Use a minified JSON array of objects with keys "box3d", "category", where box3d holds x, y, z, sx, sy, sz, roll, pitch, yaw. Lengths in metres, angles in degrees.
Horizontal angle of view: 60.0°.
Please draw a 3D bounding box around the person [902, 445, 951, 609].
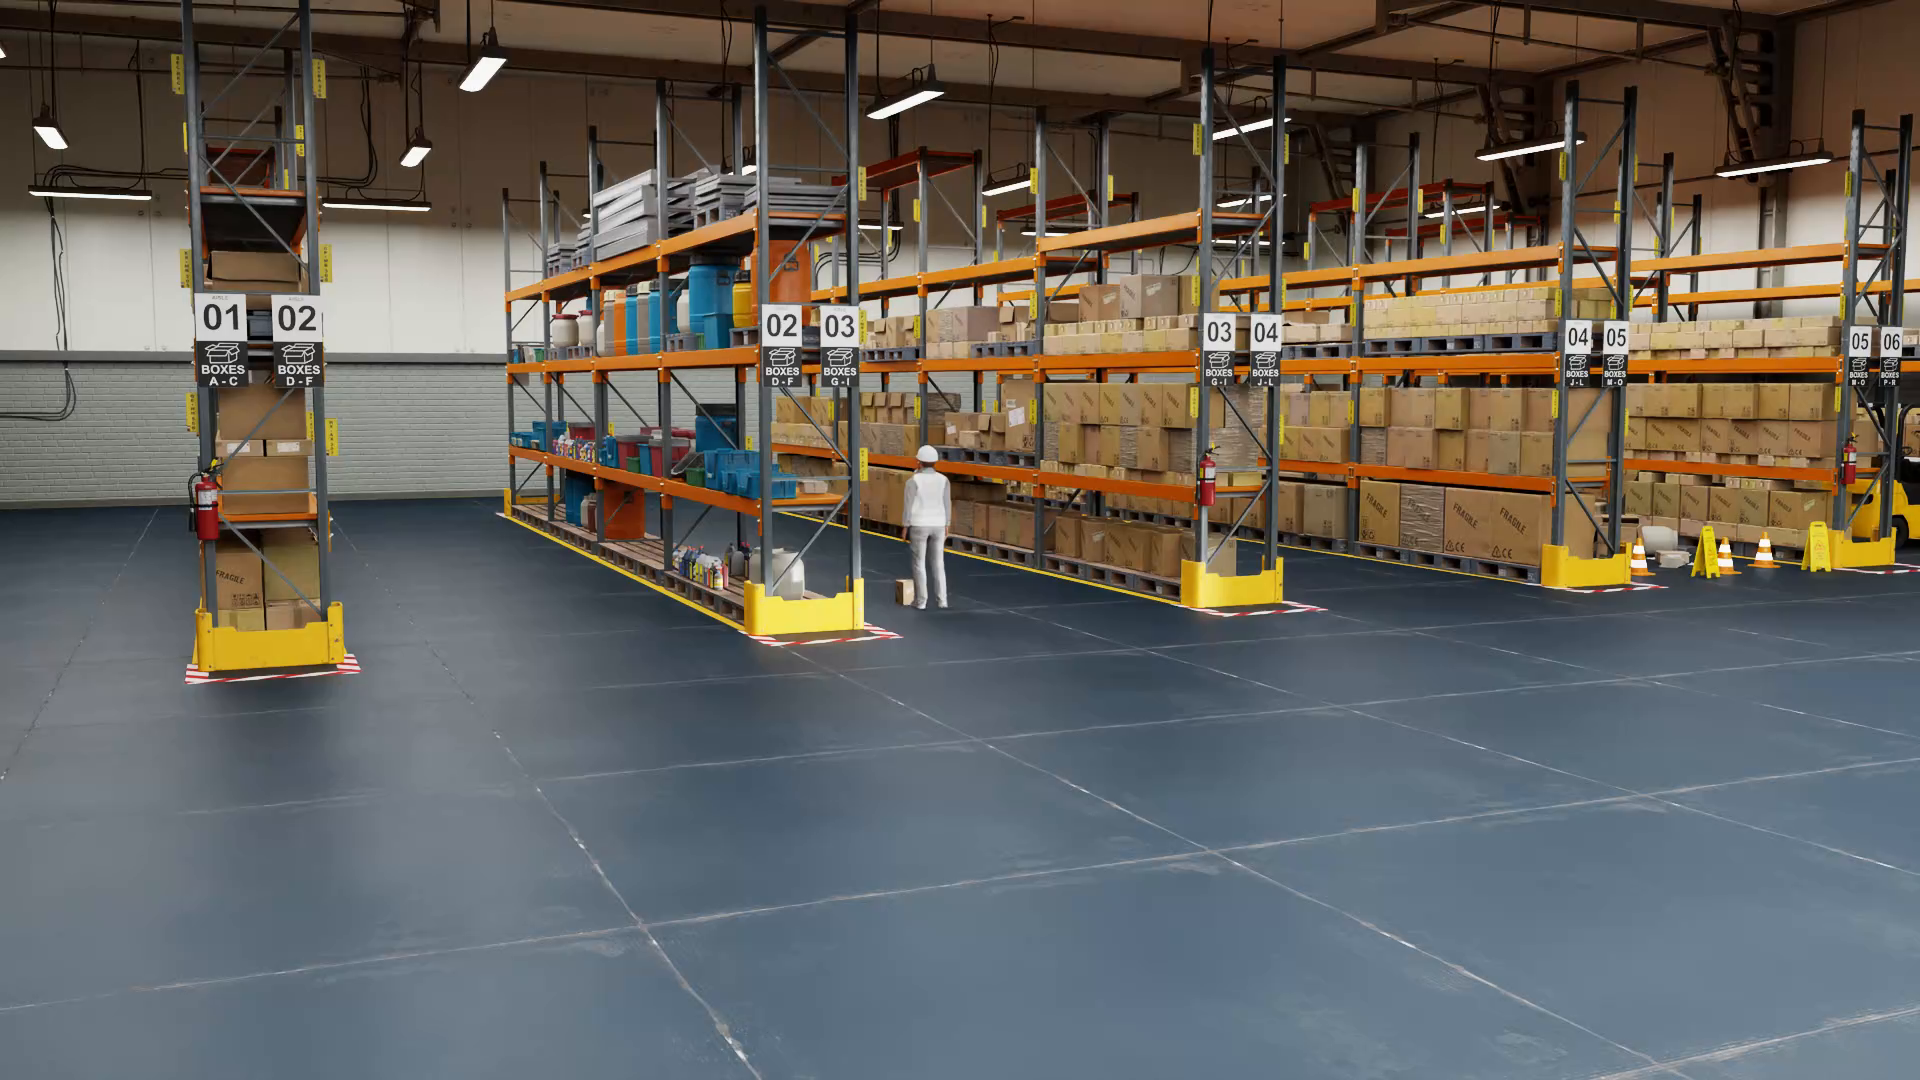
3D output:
[{"box3d":[-0.378,-0.114,18.078,0.554,1.833,0.406,-2,6,-23],"category":"person"}]
